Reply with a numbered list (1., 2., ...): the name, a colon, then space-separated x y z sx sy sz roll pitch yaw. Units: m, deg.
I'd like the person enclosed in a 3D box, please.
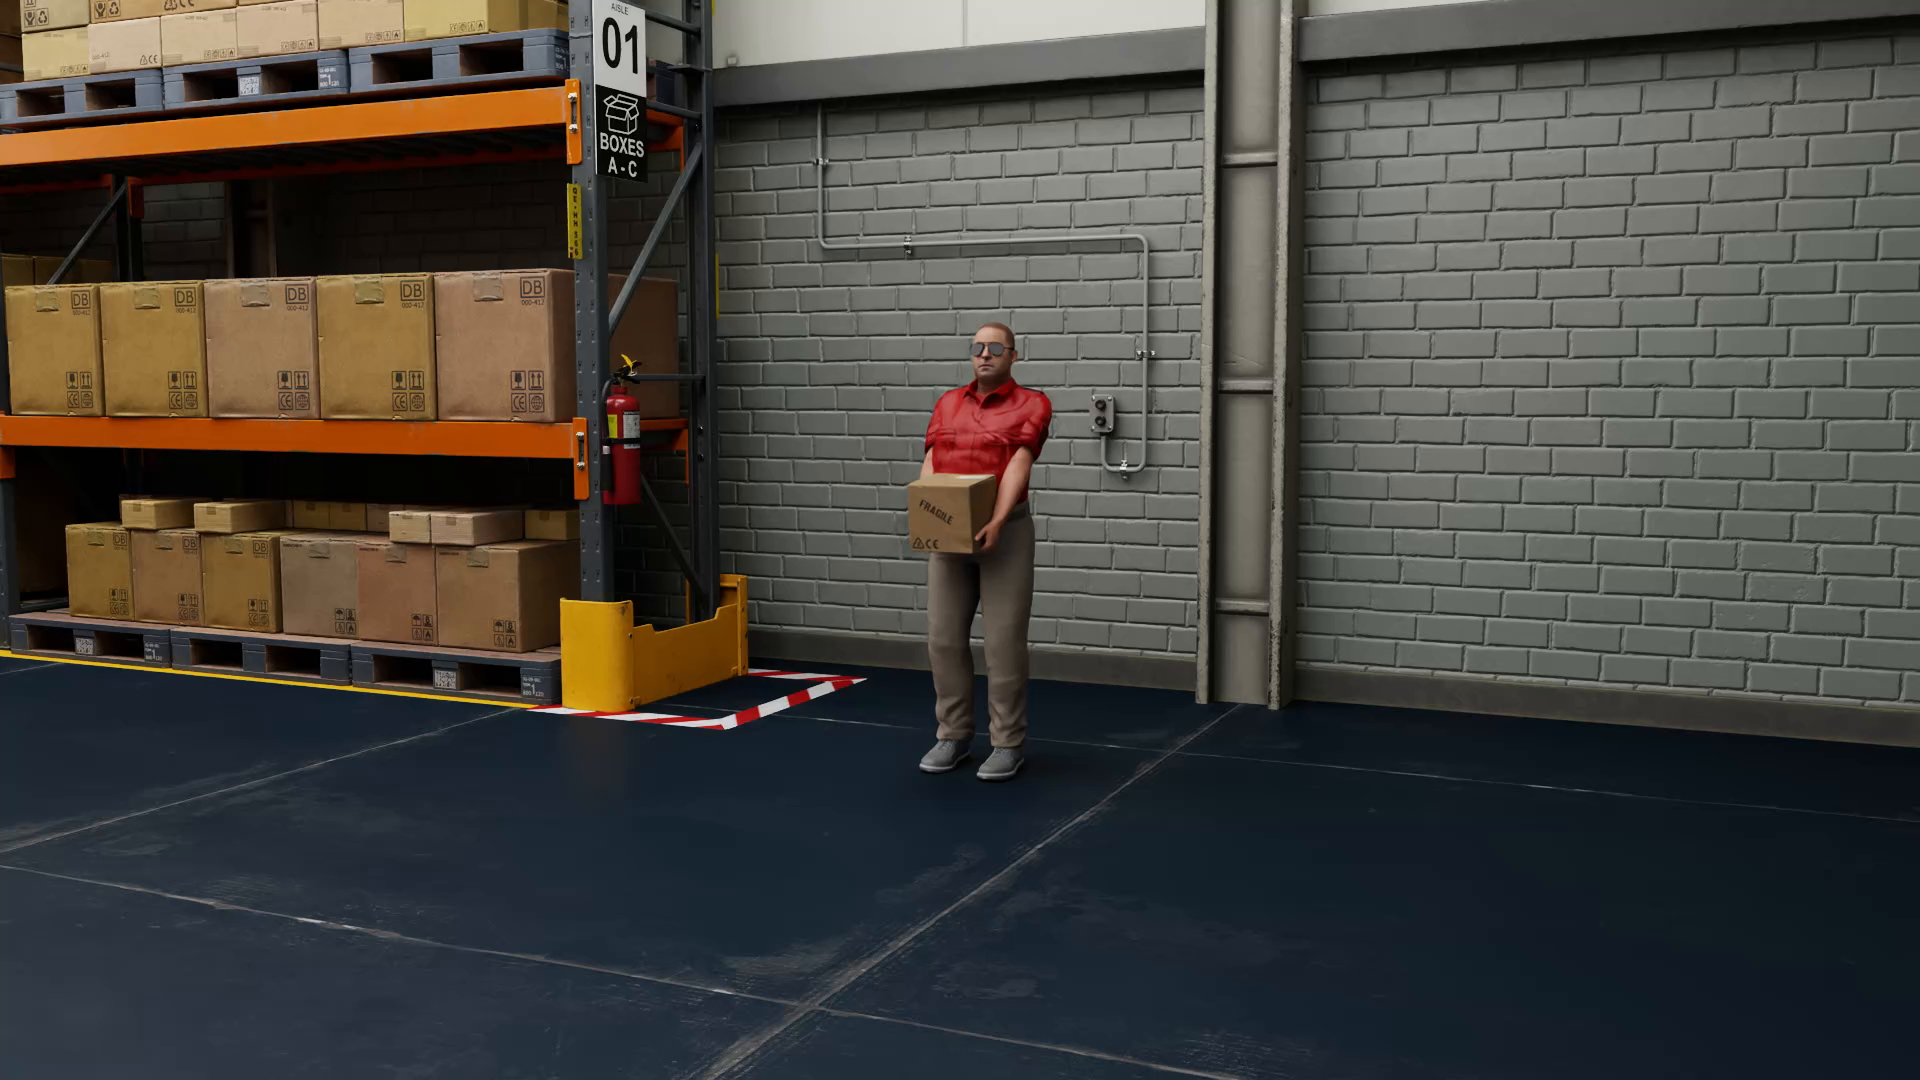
1. person: 0.060 0.039 6.299 0.493 1.716 0.530 3 6 24
